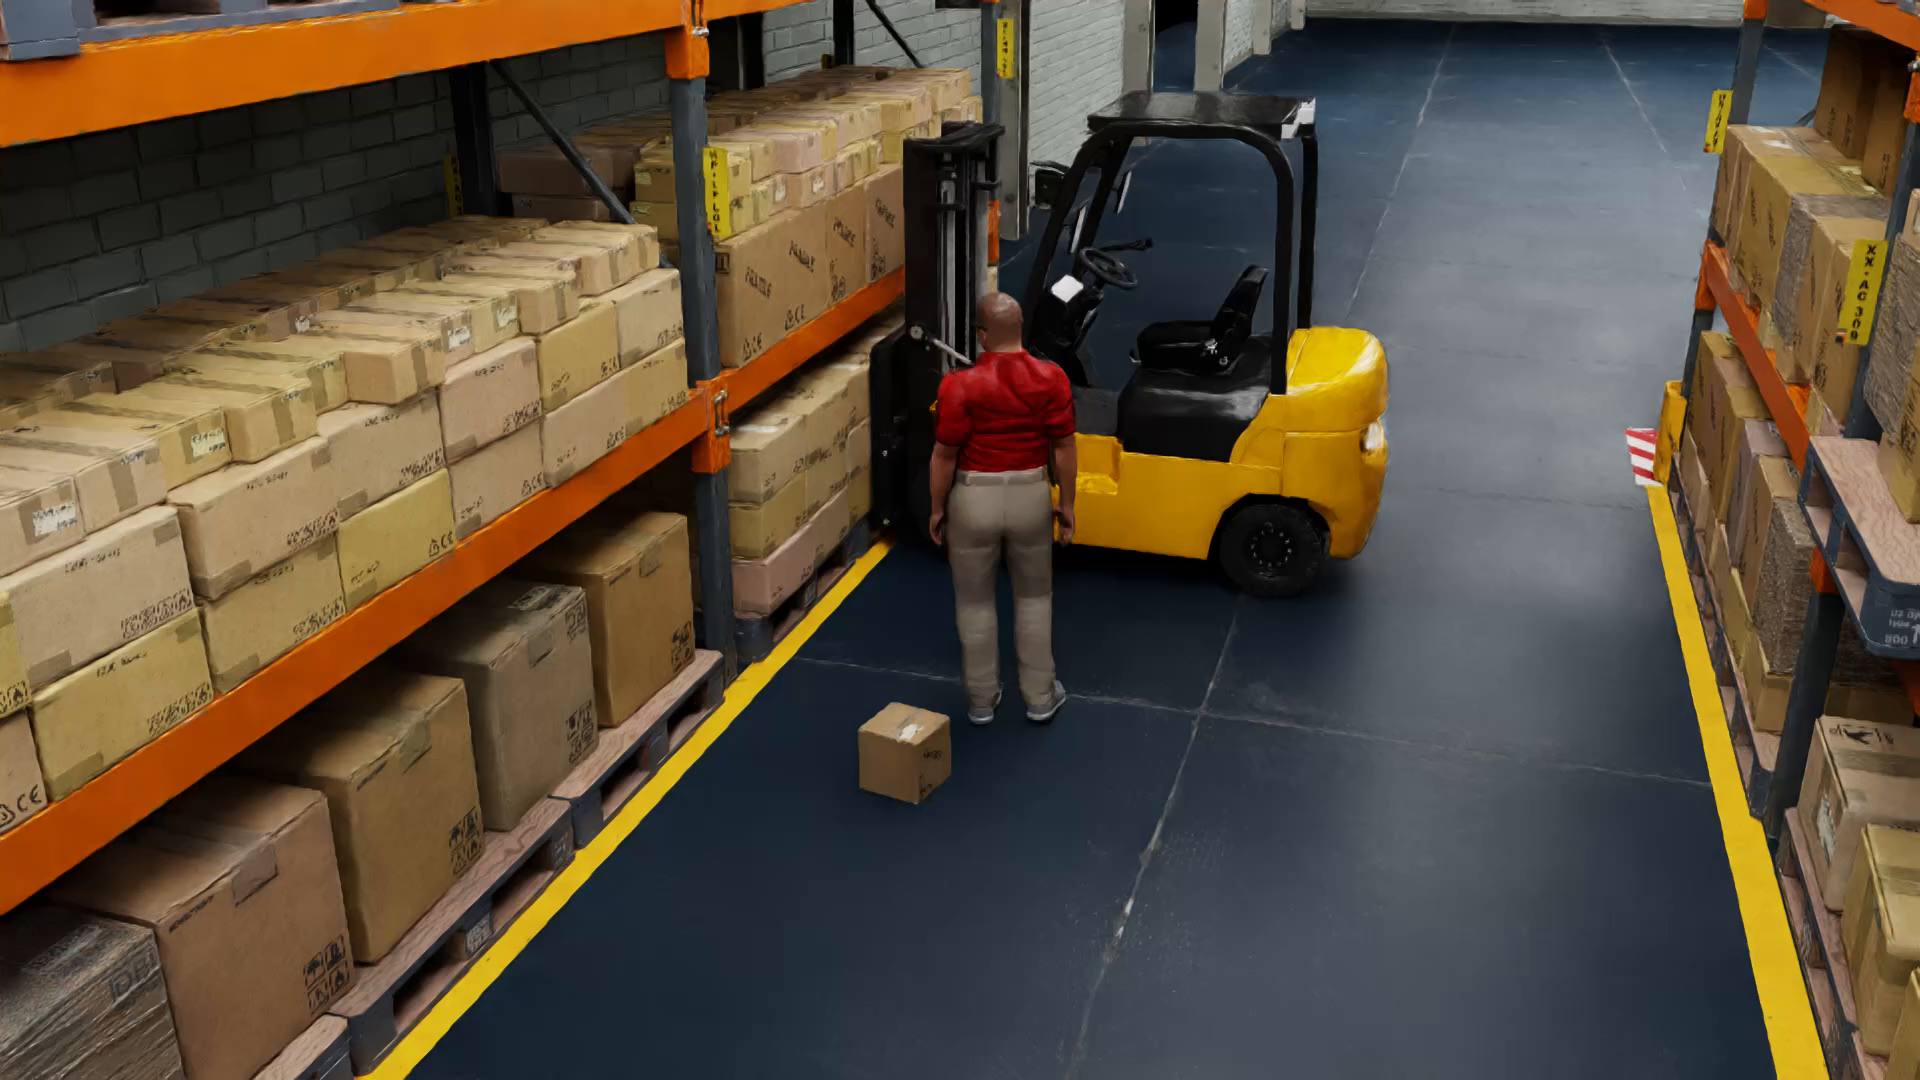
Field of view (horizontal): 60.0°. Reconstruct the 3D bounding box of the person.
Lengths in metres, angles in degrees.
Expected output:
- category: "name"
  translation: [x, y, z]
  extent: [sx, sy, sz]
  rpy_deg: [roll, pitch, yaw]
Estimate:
- category: "person"
  translation: [0.161, -0.121, 6.402]
  extent: [0.571, 1.725, 0.364]
  rpy_deg: [-4, 22, -10]
